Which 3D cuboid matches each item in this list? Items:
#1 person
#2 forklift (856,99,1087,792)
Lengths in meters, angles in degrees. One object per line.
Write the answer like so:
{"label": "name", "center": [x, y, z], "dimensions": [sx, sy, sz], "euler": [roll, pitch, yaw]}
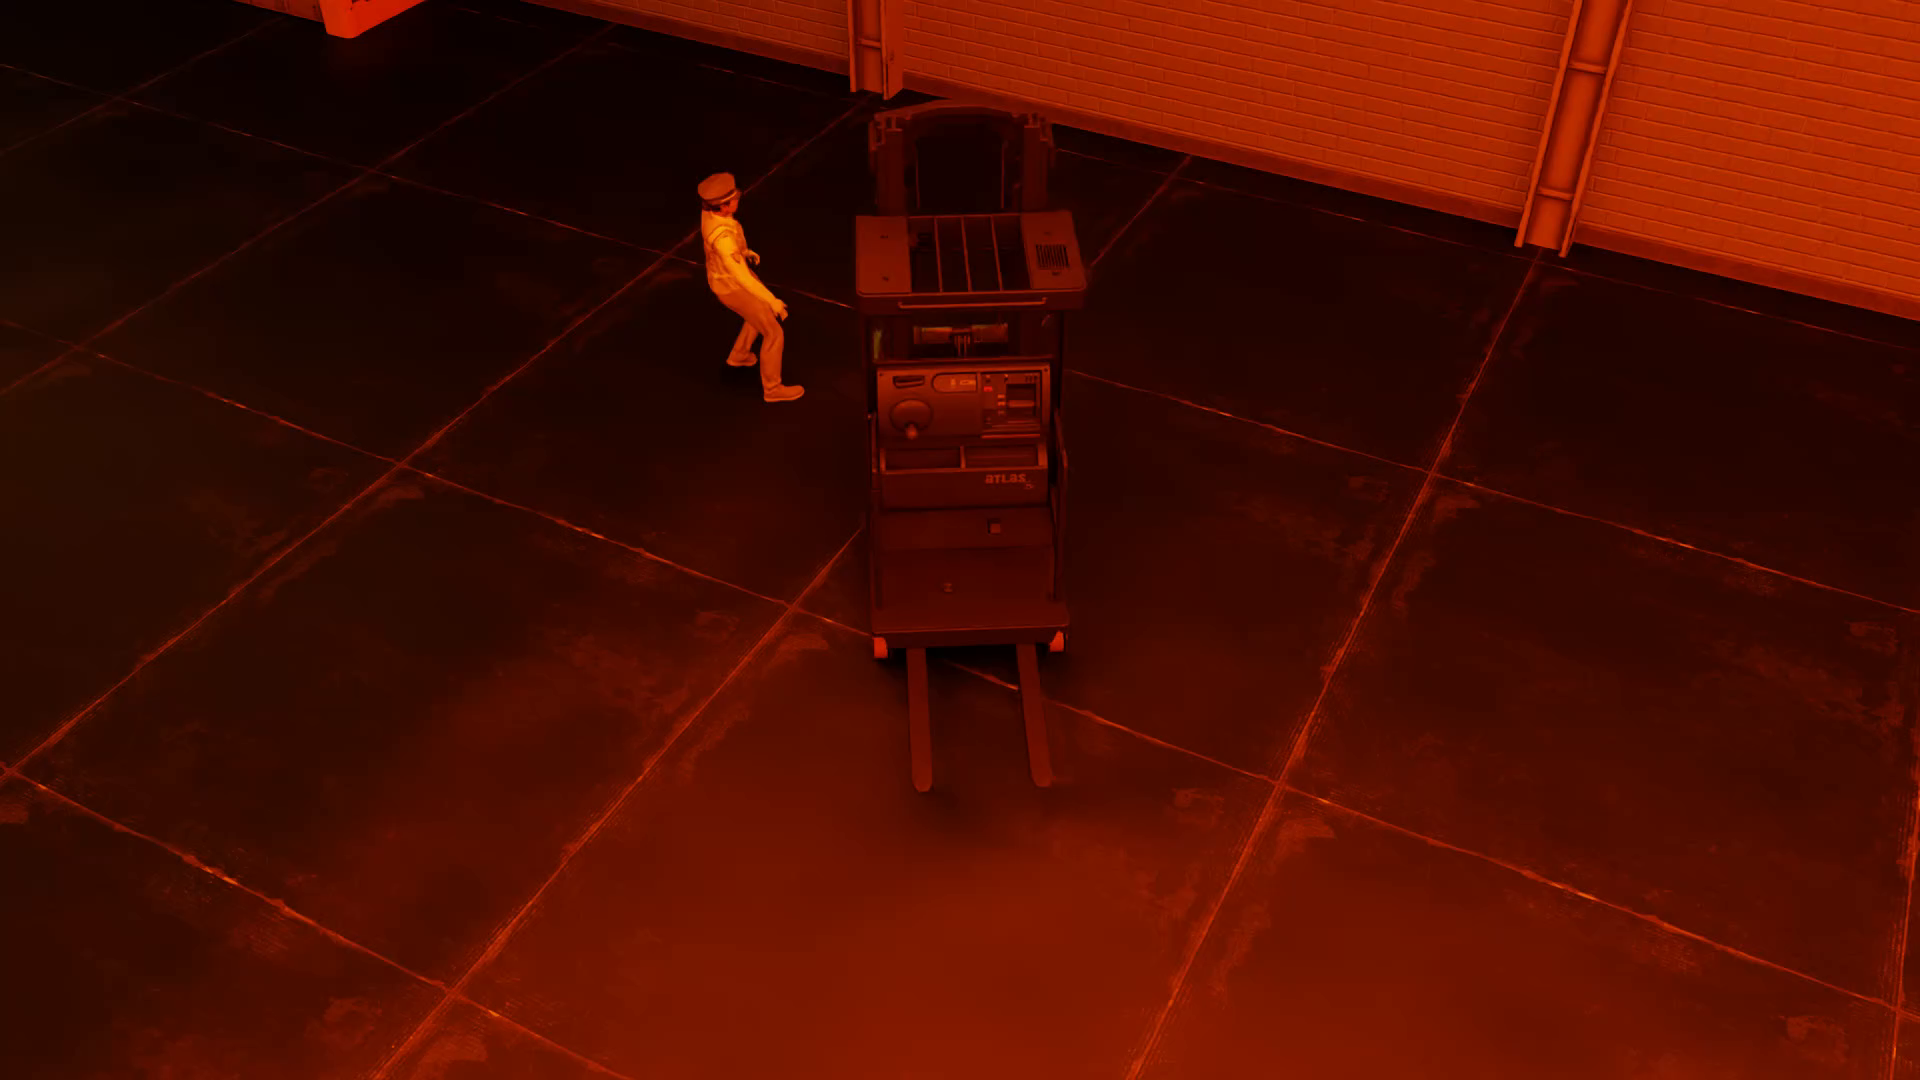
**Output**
{"label": "person", "center": [-1.399, -1.712, 11.069], "dimensions": [0.548, 1.570, 0.717], "euler": [-10, 41, -12]}
{"label": "forklift", "center": [0.035, -0.664, 8.775], "dimensions": [1.130, 2.935, 3.031], "euler": [-2, 40, -2]}
